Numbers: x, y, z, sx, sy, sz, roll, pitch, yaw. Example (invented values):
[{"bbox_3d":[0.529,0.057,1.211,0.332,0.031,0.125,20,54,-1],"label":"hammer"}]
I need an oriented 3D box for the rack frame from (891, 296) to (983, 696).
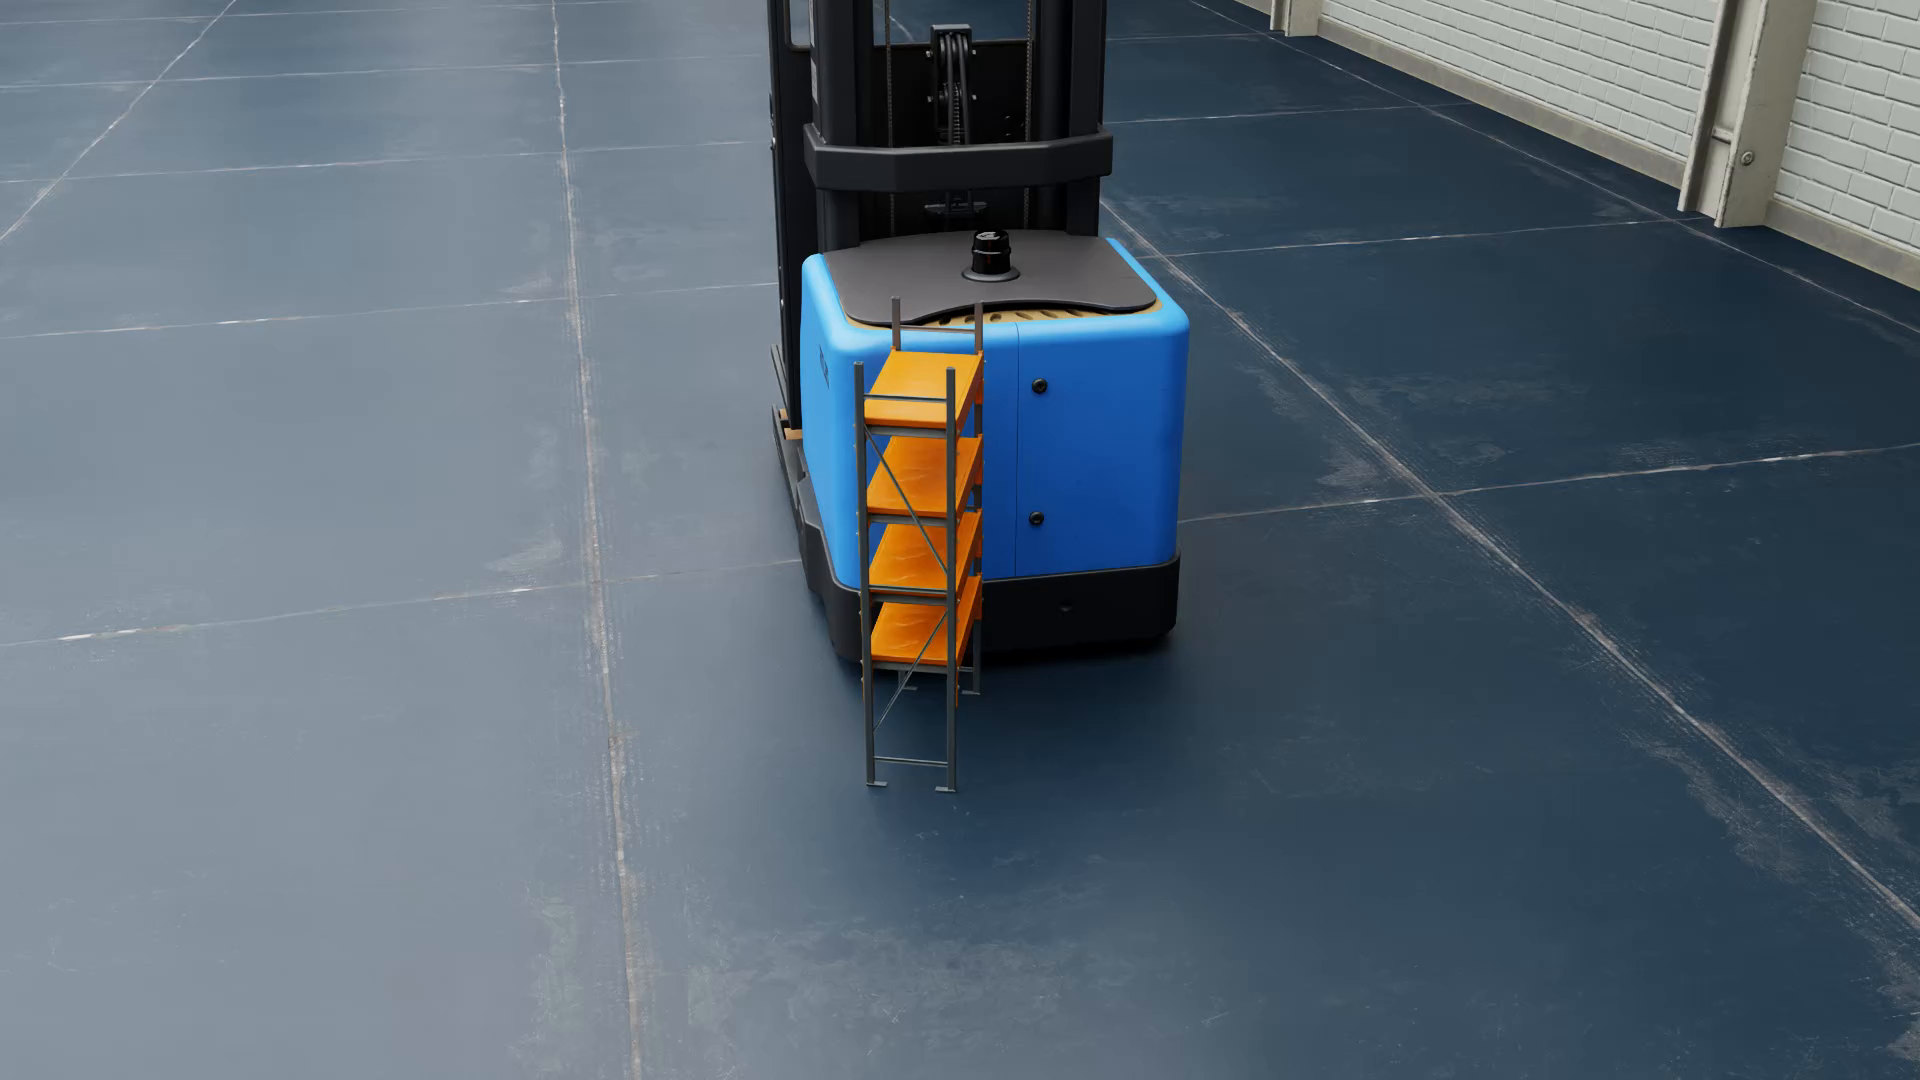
[{"bbox_3d":[-0.059,-0.091,4.599,0.240,1.200,0.015,4,27,7],"label":"rack frame"}]

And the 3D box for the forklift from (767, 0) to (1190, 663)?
[{"bbox_3d":[-0.116,-1.587,5.641,1.130,2.935,3.031,-5,27,-9],"label":"forklift"}]

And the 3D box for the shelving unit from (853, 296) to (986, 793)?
[{"bbox_3d":[-0.095,0.017,4.384,0.258,1.200,0.503,4,27,7],"label":"shelving unit"}]

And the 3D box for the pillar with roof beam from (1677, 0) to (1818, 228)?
[{"bbox_3d":[0.093,-5.401,6.463,9.100,9.000,0.400,-6,27,-12],"label":"pillar with roof beam"}]

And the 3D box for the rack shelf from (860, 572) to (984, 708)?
[{"bbox_3d":[-0.095,0.255,4.504,0.258,0.148,0.480,4,27,7],"label":"rack shelf"}]

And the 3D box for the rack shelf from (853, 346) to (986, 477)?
[{"bbox_3d":[-0.095,-0.333,4.207,0.258,0.148,0.480,4,27,7],"label":"rack shelf"}]

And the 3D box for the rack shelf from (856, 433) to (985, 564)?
[{"bbox_3d":[-0.095,-0.122,4.313,0.258,0.148,0.480,4,27,7],"label":"rack shelf"}]

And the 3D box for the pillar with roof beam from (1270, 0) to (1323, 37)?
[{"bbox_3d":[-1.259,-8.035,11.681,9.100,9.000,0.400,-6,27,-12],"label":"pillar with roof beam"}]

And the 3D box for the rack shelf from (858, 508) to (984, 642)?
[{"bbox_3d":[-0.095,0.078,4.414,0.258,0.148,0.480,4,27,7],"label":"rack shelf"}]

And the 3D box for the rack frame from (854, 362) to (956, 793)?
[{"bbox_3d":[-0.130,0.126,4.168,0.240,1.200,0.015,4,27,7],"label":"rack frame"}]
